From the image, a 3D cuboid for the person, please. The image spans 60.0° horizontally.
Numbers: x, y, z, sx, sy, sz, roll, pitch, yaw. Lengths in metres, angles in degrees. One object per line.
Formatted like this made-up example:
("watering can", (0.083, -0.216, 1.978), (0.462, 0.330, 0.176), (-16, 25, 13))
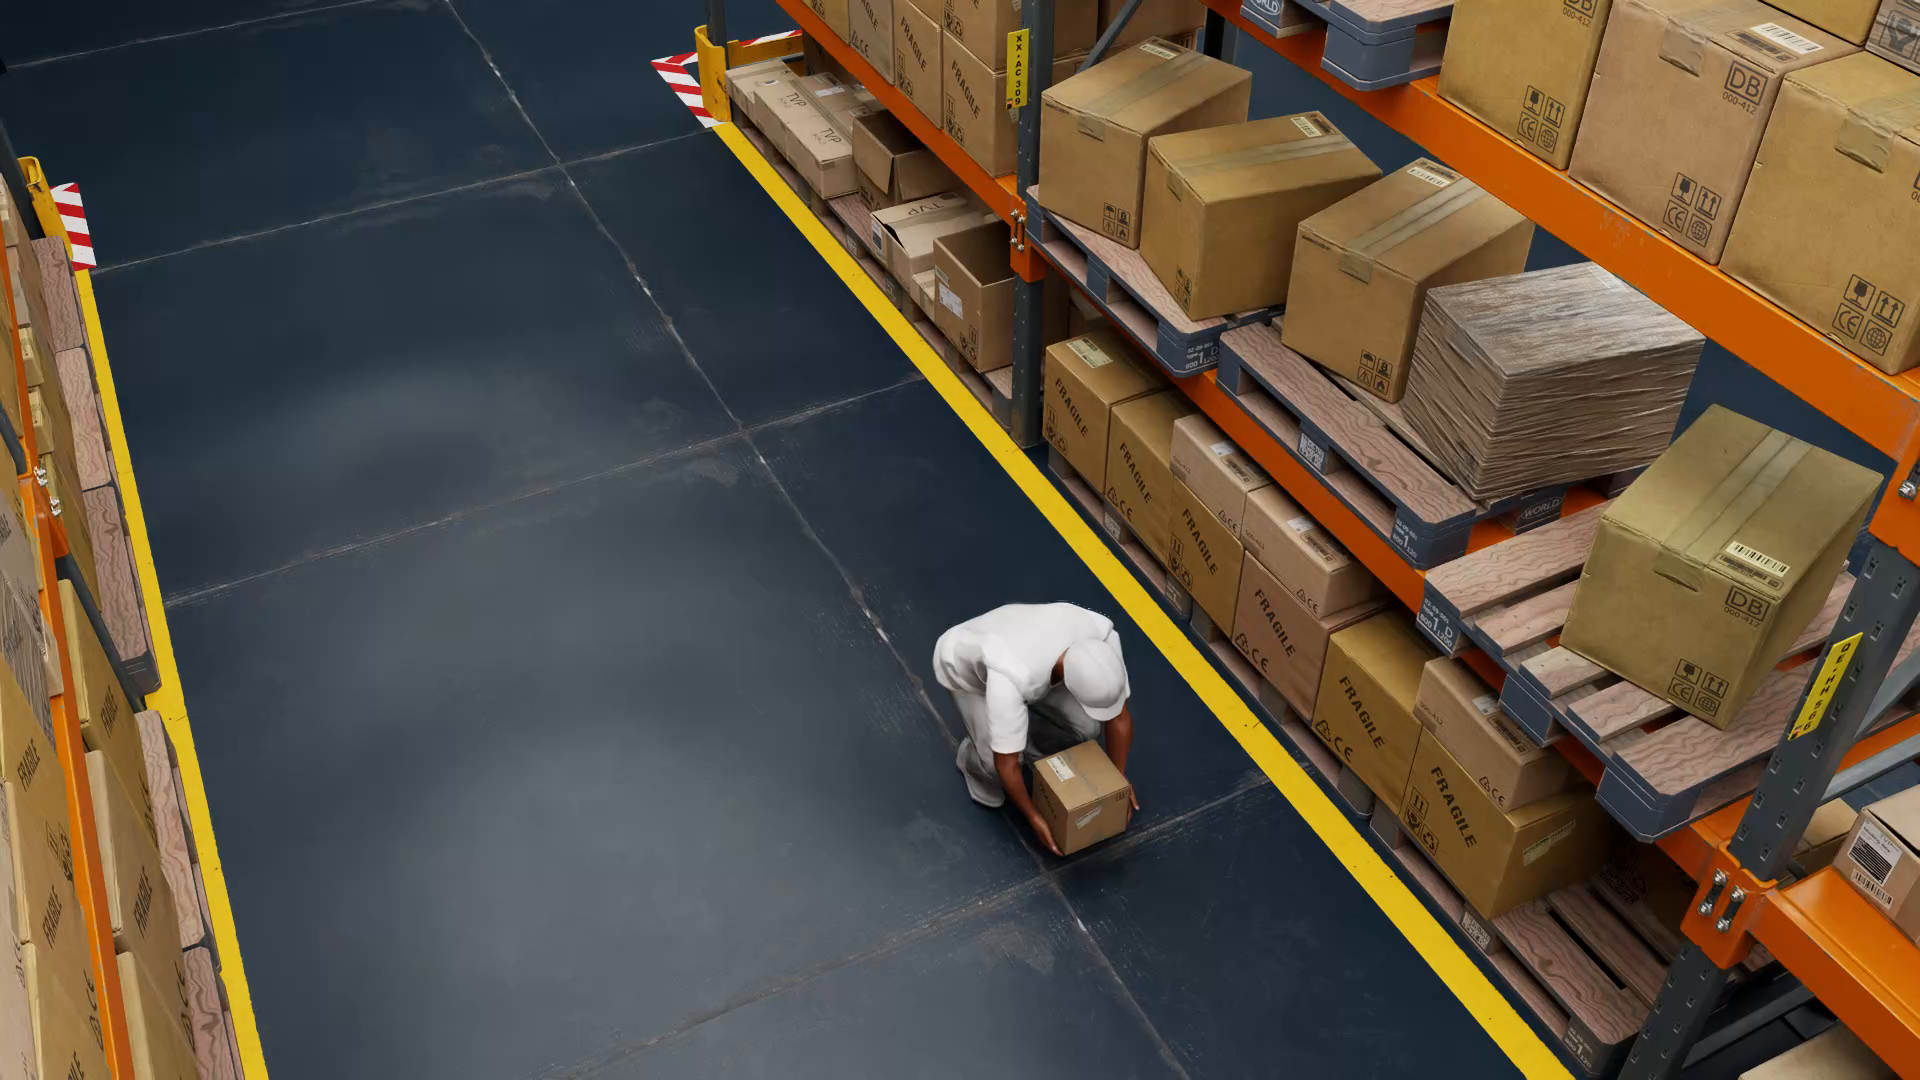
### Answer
("person", (0.289, 0.581, 6.061), (0.586, 1.001, 0.894), (-19, 45, -21))
